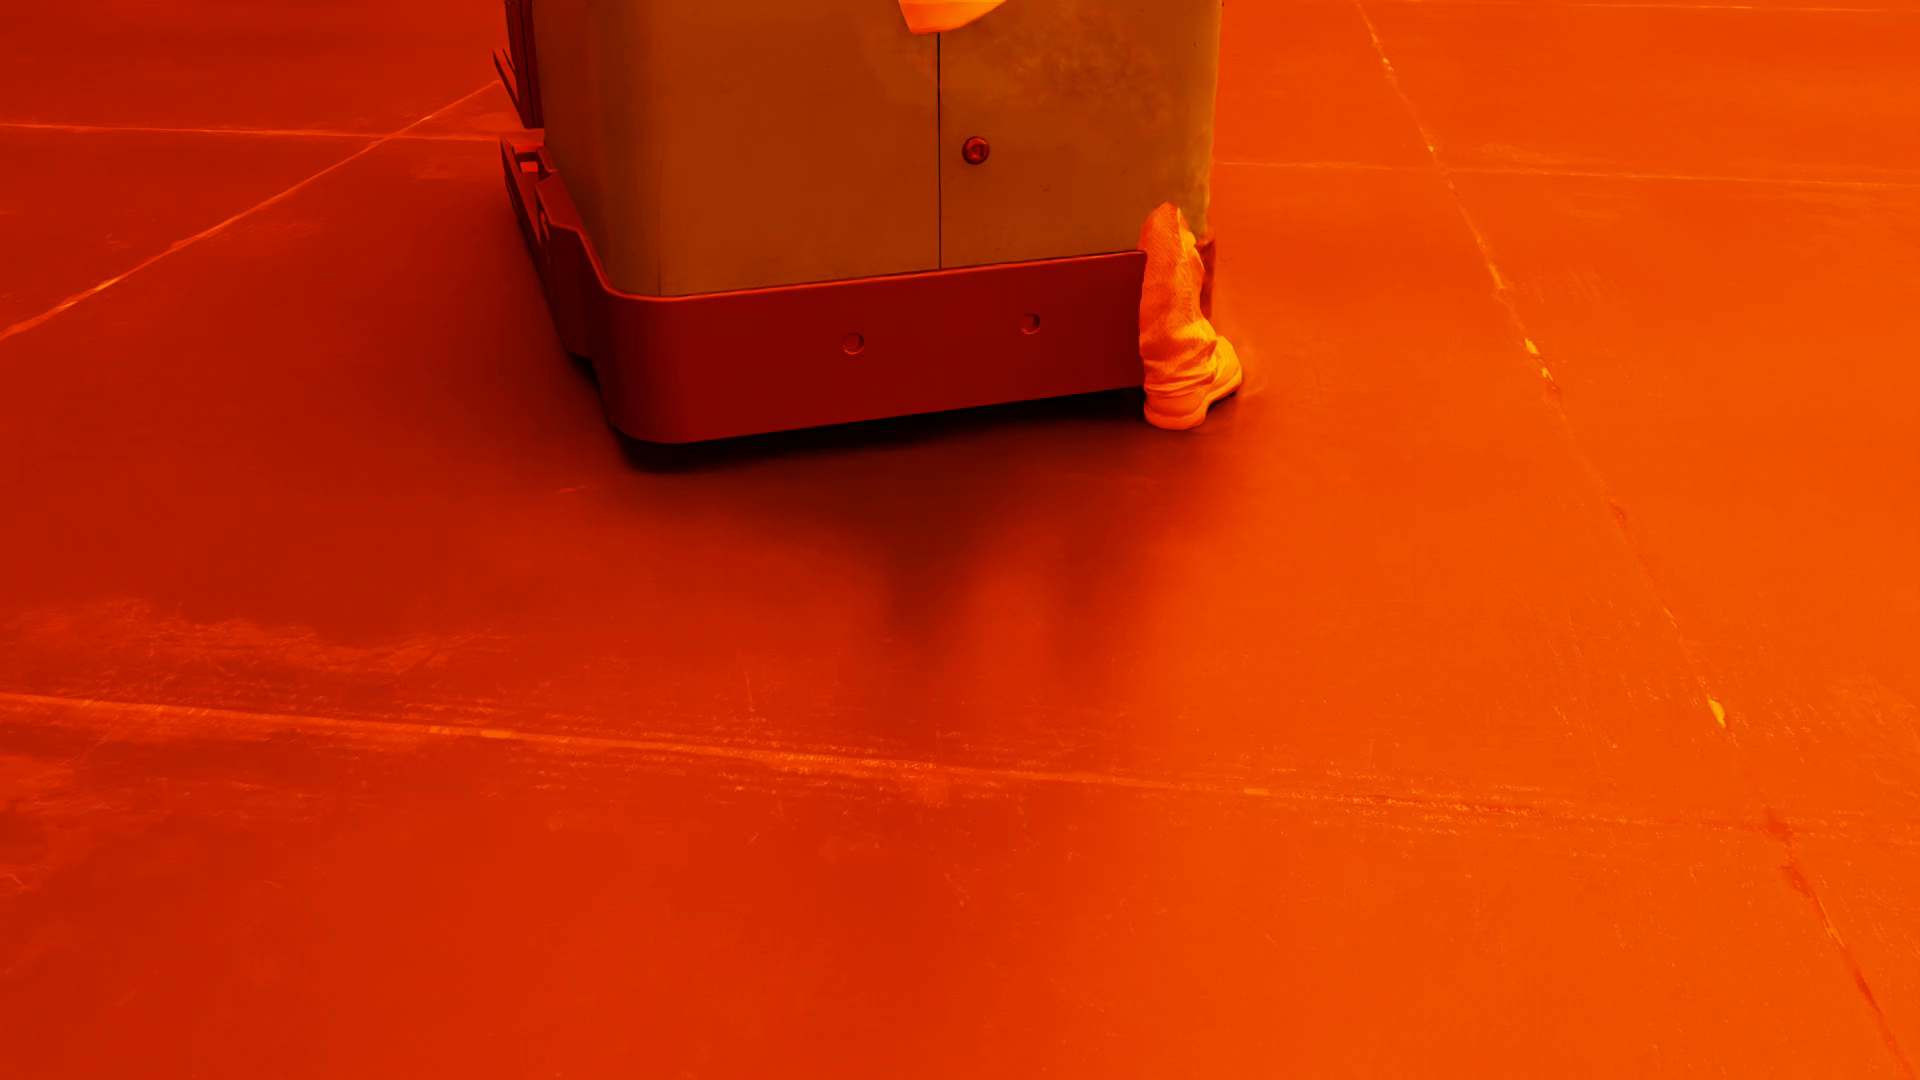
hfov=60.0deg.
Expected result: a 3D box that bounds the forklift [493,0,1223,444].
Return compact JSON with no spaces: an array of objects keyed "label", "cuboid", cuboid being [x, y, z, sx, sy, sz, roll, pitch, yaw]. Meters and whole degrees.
[{"label":"forklift","cuboid":[-0.508,-2.102,3.431,1.130,2.935,3.031,-8,28,-16]}]

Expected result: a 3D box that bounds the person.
[{"label":"person","cuboid":[0.039,-1.011,2.744,0.929,1.606,0.756,16,31,29]}]
